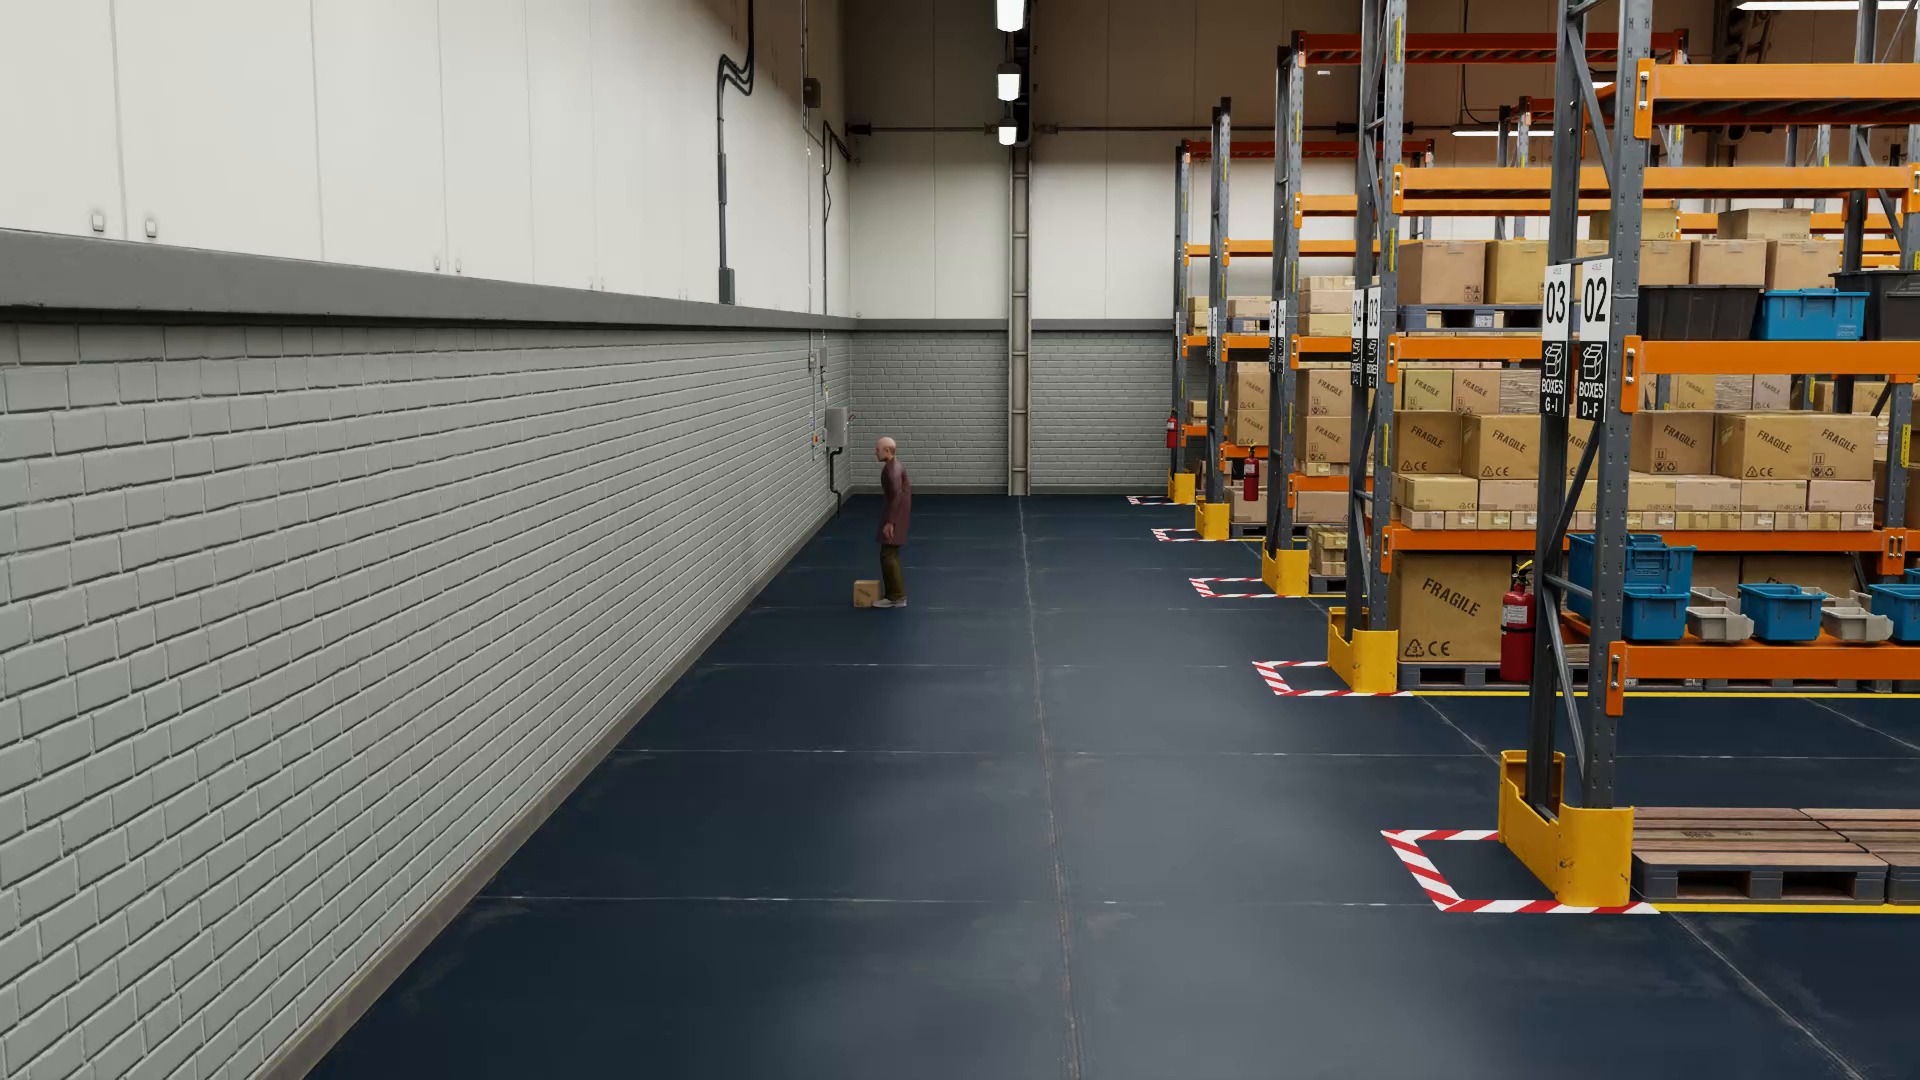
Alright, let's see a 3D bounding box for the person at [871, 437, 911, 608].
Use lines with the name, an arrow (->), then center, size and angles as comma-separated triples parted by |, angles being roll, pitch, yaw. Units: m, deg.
person -> -0.722, -0.191, 17.371 | 0.429, 1.772, 0.644 | 0, 7, -2
